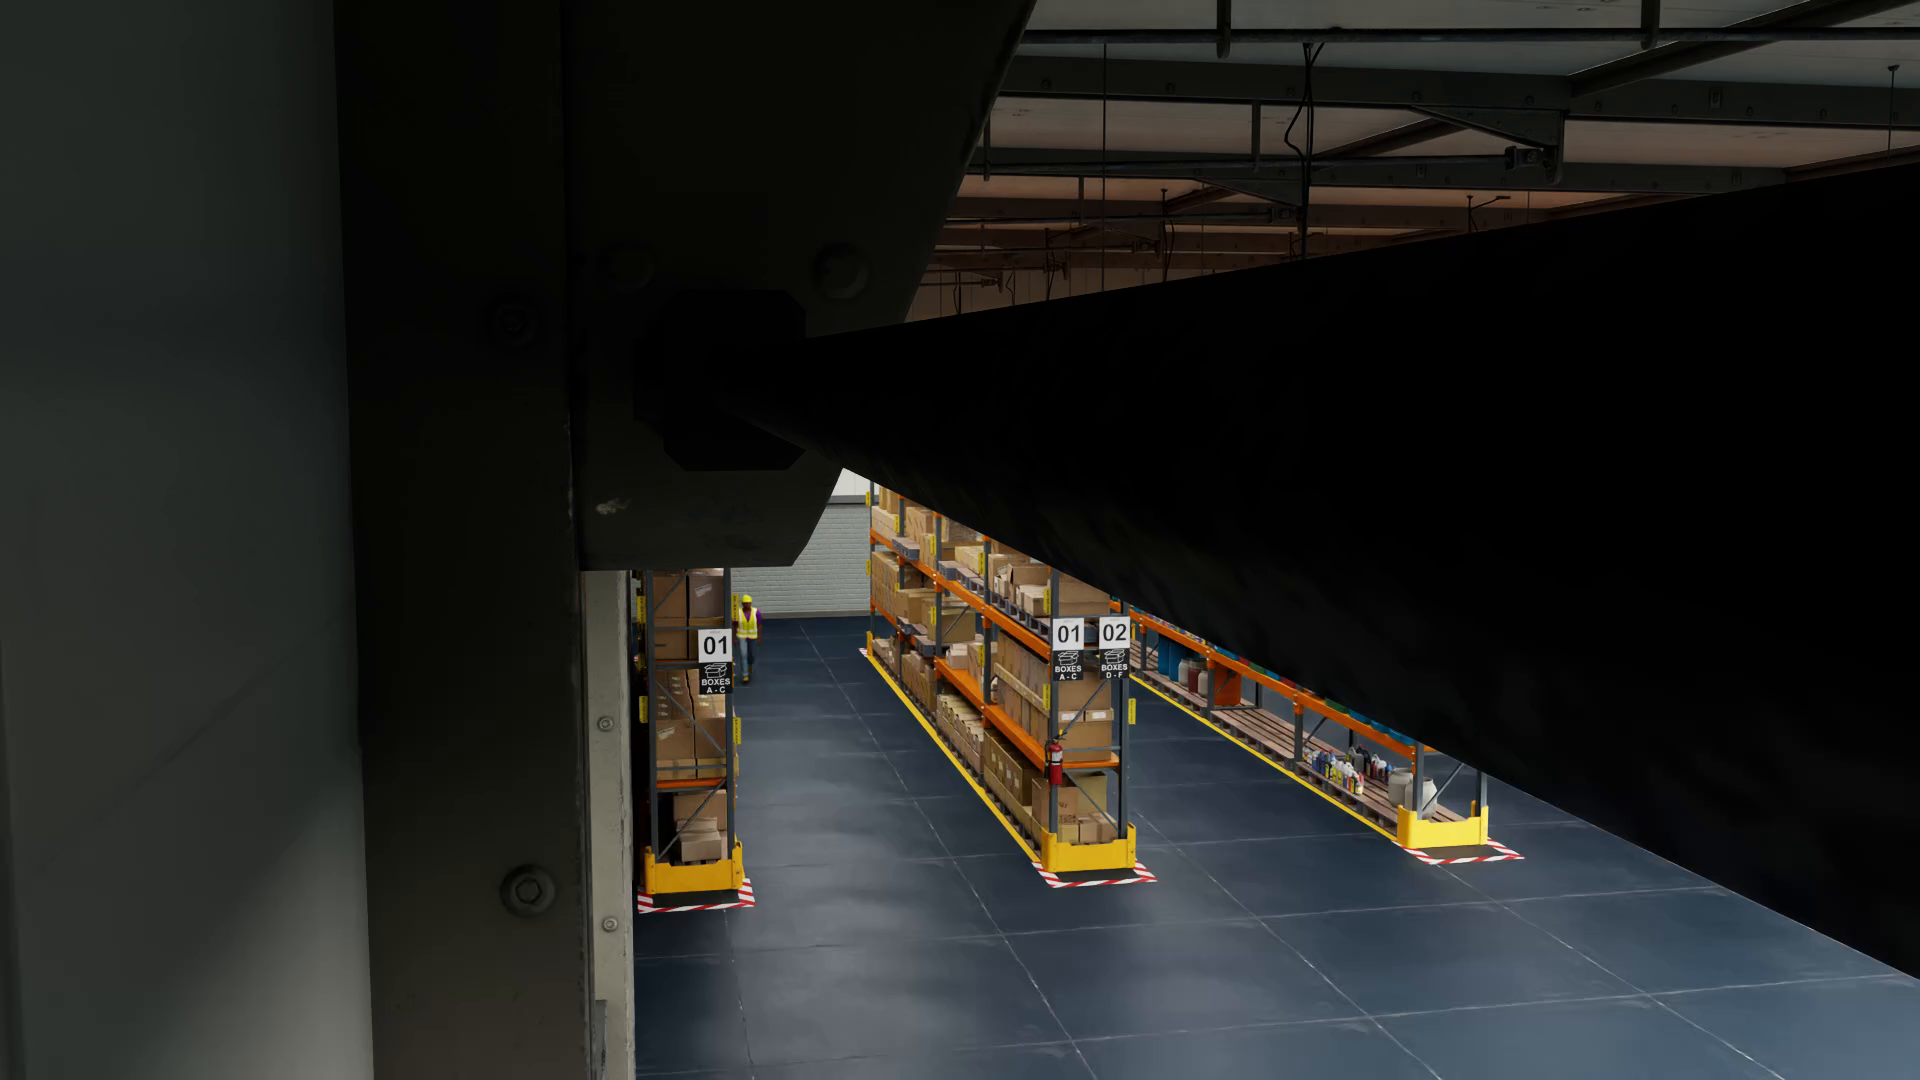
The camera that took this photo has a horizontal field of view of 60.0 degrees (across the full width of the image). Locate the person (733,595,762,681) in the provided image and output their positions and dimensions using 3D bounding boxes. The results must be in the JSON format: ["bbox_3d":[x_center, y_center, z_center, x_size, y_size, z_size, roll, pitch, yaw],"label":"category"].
[{"bbox_3d":[-4.294,1.961,33.625,0.573,1.725,0.932,-2,6,-15],"label":"person"}]
